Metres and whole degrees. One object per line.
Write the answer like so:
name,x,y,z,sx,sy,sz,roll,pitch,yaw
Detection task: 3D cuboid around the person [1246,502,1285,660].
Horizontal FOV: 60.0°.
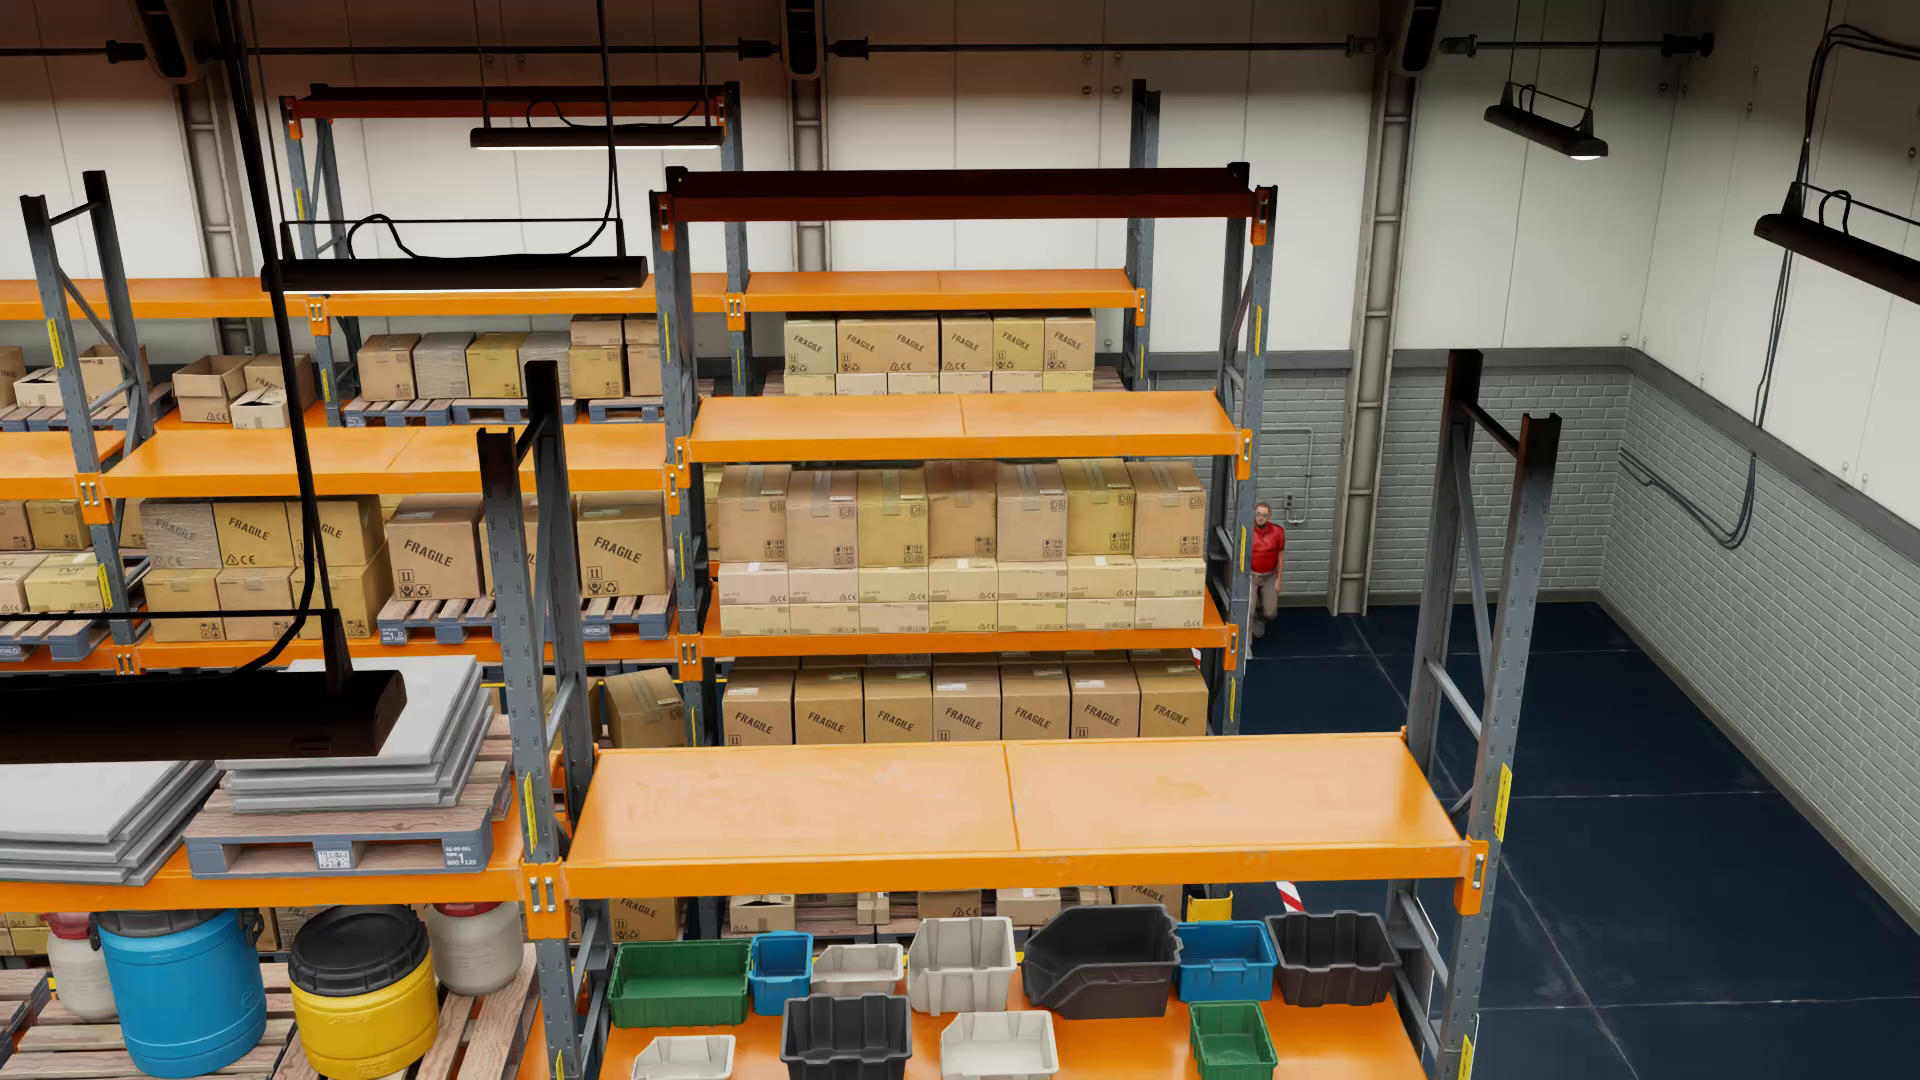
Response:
person,3.190,0.385,17.879,0.528,1.707,0.683,-1,22,-2
